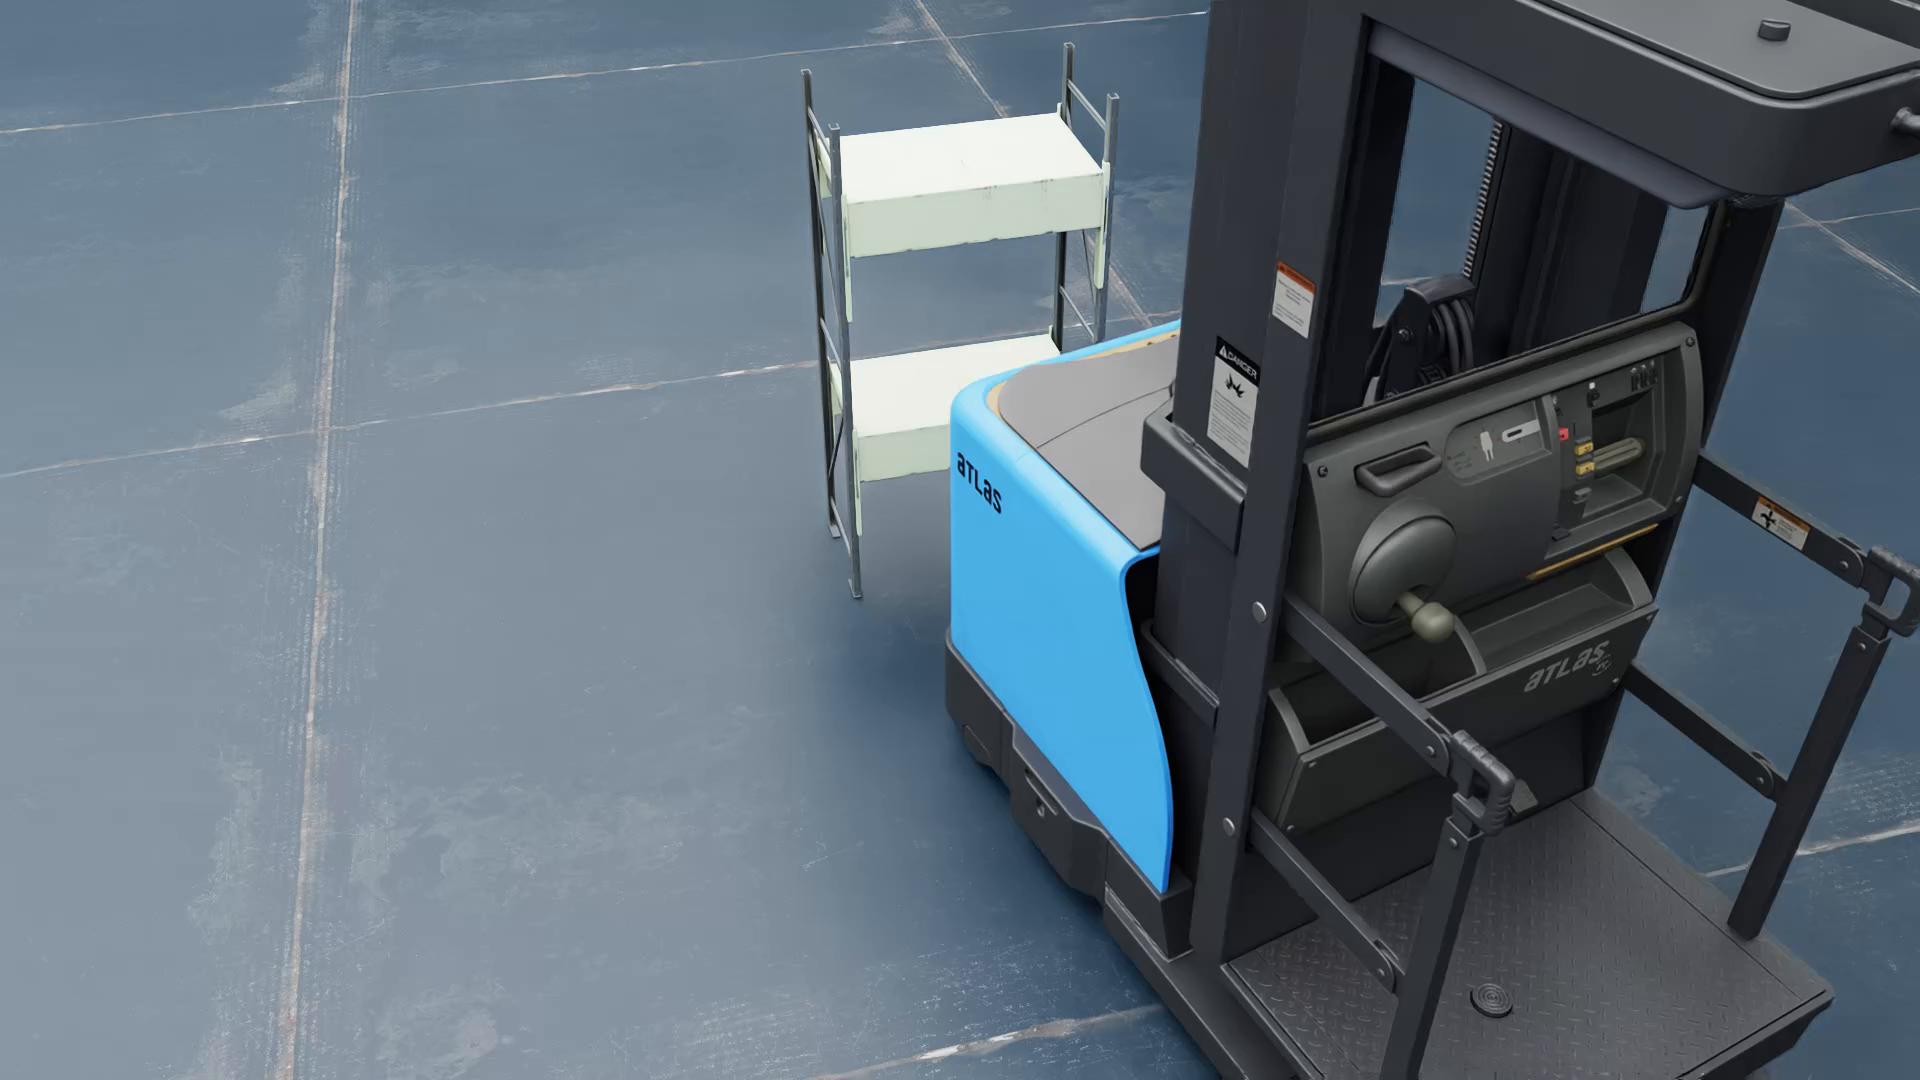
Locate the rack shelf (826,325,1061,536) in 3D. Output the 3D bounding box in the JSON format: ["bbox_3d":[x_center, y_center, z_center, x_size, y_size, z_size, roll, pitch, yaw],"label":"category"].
[{"bbox_3d":[-0.006,-0.336,4.991,0.720,0.370,0.431,-9,38,-12],"label":"rack shelf"}]

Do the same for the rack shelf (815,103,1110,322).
[{"bbox_3d":[-0.006,-0.905,4.556,0.720,0.370,0.431,-9,38,-12],"label":"rack shelf"}]

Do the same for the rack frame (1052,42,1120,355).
[{"bbox_3d":[0.347,-0.653,4.869,0.023,1.500,0.400,-9,38,-12],"label":"rack frame"}]

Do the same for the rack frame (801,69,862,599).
[{"bbox_3d":[-0.360,-0.537,4.717,0.023,1.500,0.400,-9,38,-12],"label":"rack frame"}]

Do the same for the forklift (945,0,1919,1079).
[{"bbox_3d":[1.115,-0.037,2.886,1.130,2.935,3.031,-19,41,-23],"label":"forklift"}]

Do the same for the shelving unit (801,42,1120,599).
[{"bbox_3d":[-0.006,-0.595,4.793,0.755,1.500,0.431,-9,38,-12],"label":"shelving unit"}]
